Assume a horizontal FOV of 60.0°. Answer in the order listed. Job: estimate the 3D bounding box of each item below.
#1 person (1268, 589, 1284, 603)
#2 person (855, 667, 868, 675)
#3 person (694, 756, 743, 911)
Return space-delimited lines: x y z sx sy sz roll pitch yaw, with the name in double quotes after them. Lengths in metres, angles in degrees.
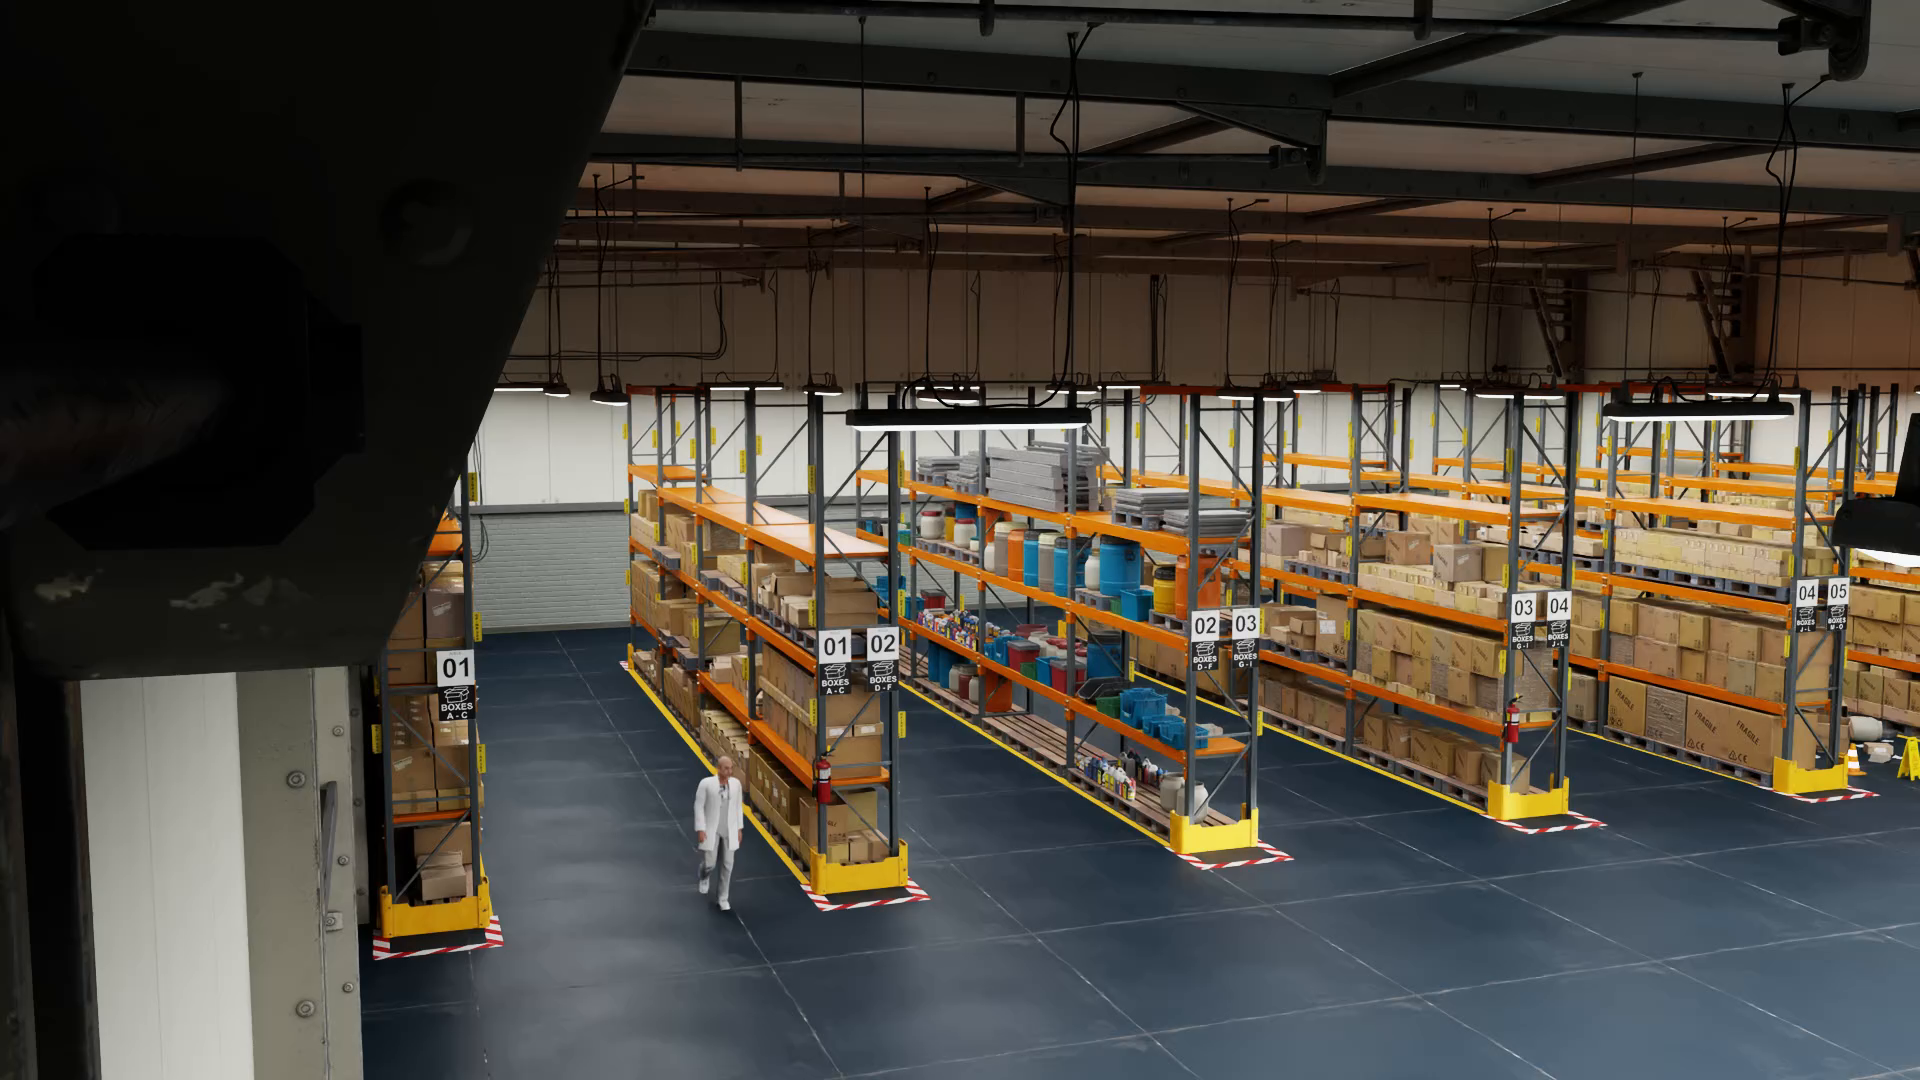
7.901 1.126 41.911 0.640 1.740 0.588 0 6 2 "person"
-1.981 2.203 32.325 0.454 1.592 0.449 0 6 -2 "person"
-2.859 3.428 19.633 0.616 1.780 0.662 -3 7 -26 "person"
